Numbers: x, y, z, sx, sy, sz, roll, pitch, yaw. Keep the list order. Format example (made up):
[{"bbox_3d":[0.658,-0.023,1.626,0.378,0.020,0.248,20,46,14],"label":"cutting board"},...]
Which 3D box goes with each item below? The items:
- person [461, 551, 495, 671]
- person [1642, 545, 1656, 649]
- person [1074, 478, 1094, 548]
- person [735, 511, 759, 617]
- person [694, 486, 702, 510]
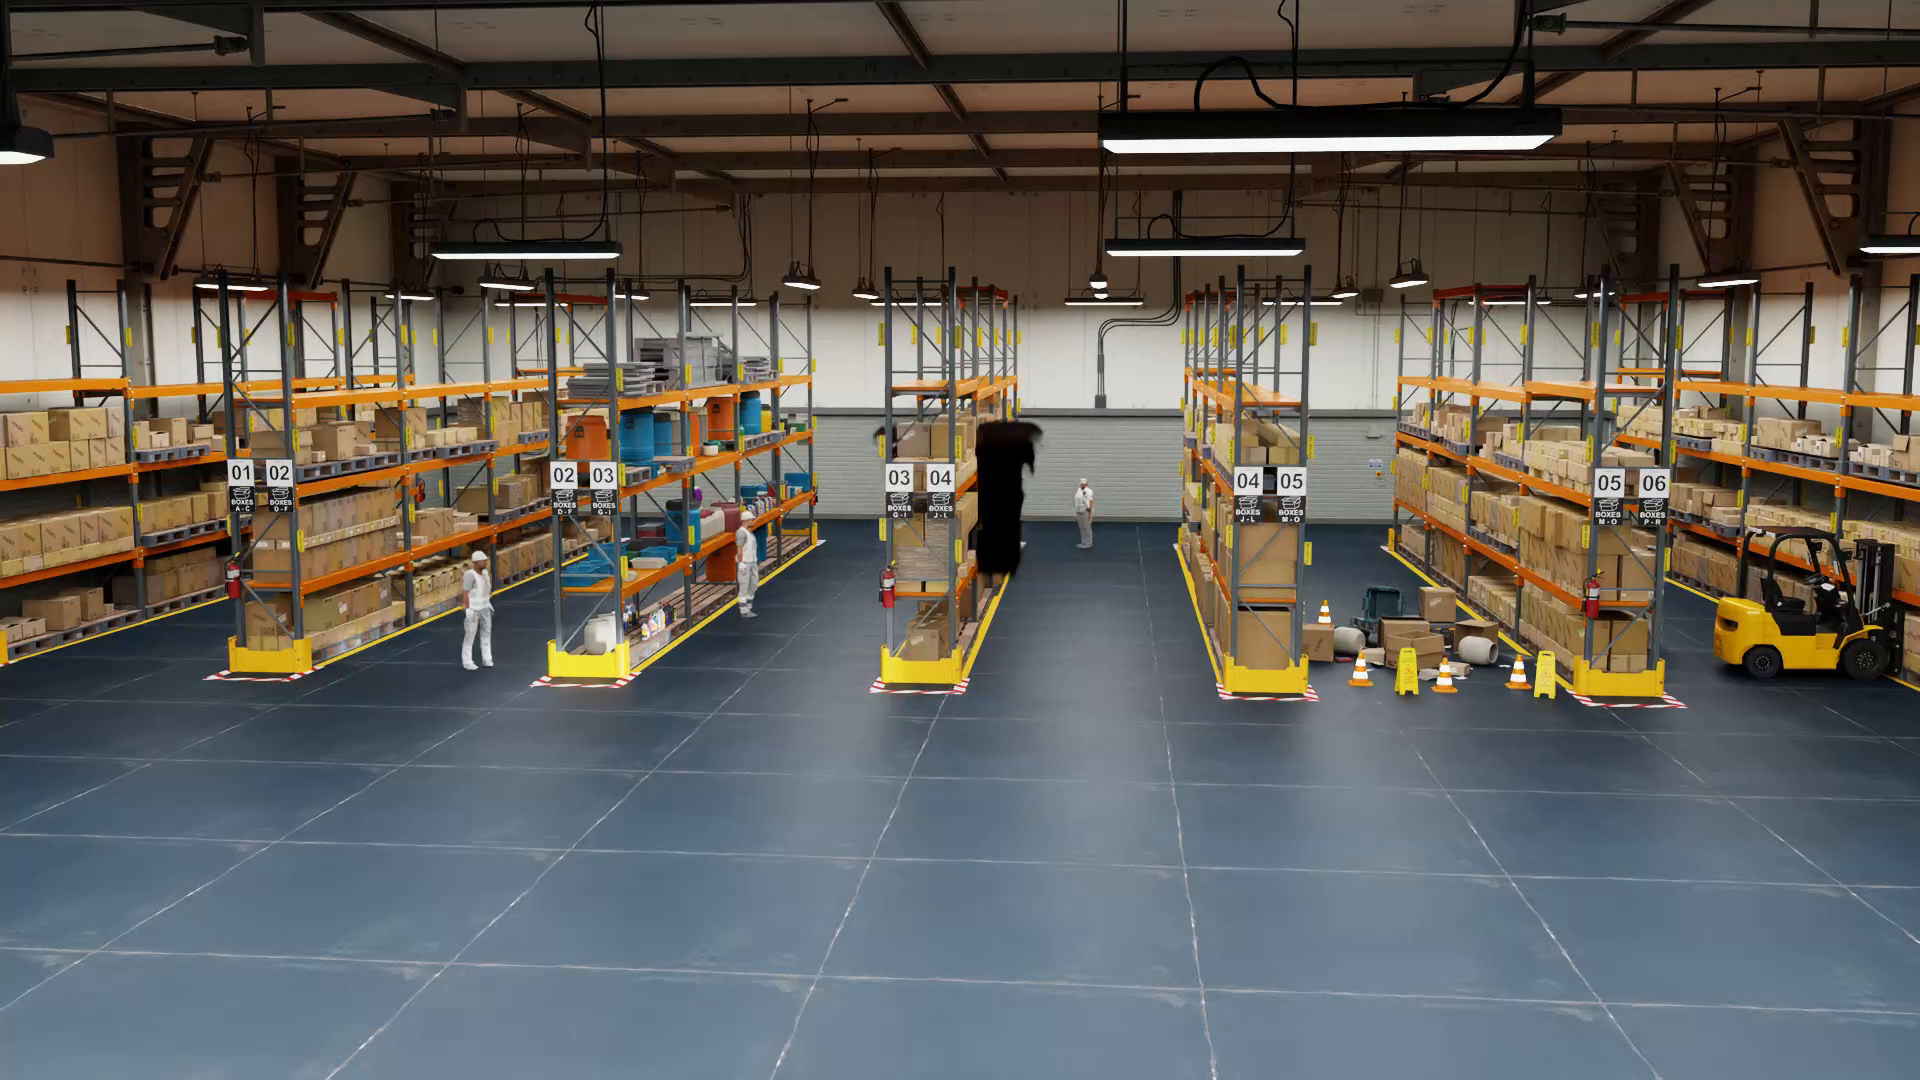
[{"bbox_3d":[-7.320,1.055,25.266,0.412,1.797,0.640,3,8,26],"label":"person"},{"bbox_3d":[11.134,0.902,27.010,0.492,1.669,0.532,-6,9,-38],"label":"person"},{"bbox_3d":[2.951,-0.650,39.781,0.402,1.673,0.497,-5,8,-34],"label":"person"},{"bbox_3d":[-3.612,0.420,28.153,0.492,1.823,0.585,4,8,30],"label":"person"},{"bbox_3d":[-6.356,-0.649,39.273,0.604,1.781,0.421,6,9,43],"label":"person"}]
